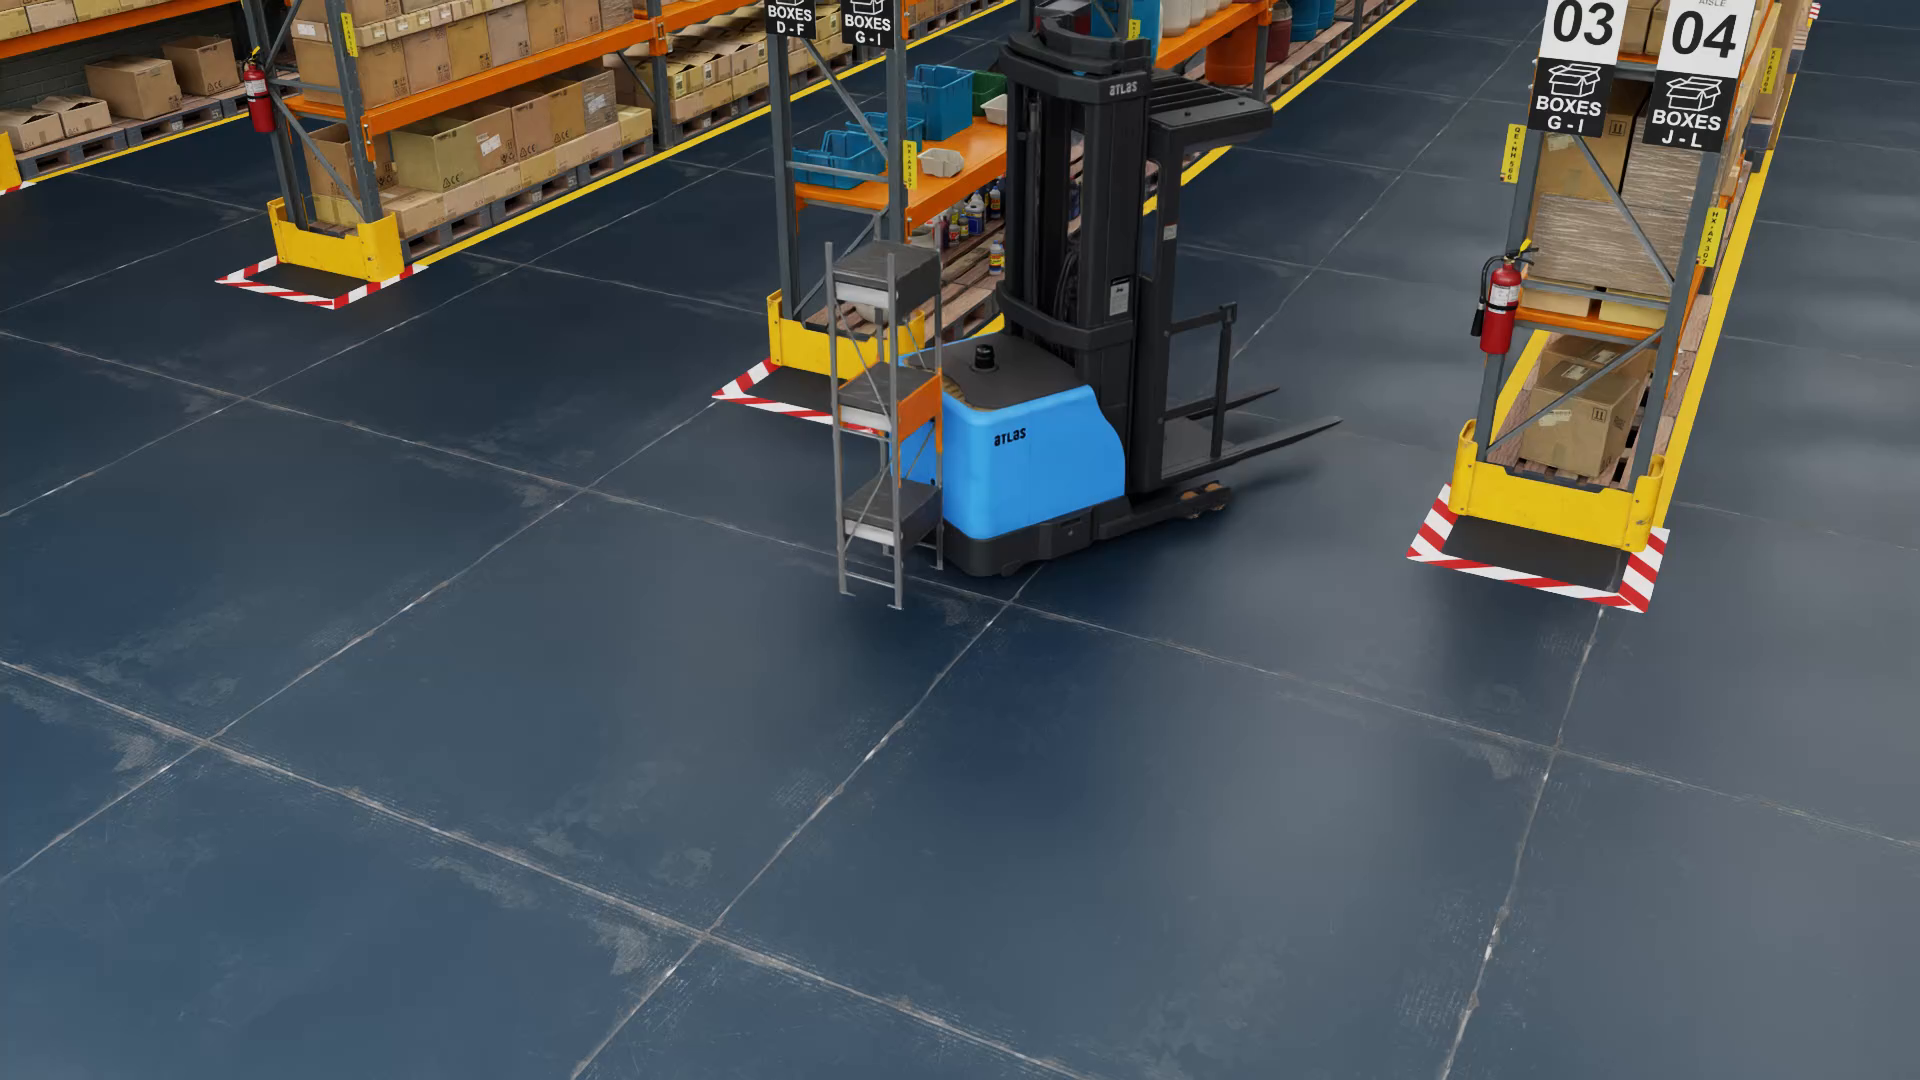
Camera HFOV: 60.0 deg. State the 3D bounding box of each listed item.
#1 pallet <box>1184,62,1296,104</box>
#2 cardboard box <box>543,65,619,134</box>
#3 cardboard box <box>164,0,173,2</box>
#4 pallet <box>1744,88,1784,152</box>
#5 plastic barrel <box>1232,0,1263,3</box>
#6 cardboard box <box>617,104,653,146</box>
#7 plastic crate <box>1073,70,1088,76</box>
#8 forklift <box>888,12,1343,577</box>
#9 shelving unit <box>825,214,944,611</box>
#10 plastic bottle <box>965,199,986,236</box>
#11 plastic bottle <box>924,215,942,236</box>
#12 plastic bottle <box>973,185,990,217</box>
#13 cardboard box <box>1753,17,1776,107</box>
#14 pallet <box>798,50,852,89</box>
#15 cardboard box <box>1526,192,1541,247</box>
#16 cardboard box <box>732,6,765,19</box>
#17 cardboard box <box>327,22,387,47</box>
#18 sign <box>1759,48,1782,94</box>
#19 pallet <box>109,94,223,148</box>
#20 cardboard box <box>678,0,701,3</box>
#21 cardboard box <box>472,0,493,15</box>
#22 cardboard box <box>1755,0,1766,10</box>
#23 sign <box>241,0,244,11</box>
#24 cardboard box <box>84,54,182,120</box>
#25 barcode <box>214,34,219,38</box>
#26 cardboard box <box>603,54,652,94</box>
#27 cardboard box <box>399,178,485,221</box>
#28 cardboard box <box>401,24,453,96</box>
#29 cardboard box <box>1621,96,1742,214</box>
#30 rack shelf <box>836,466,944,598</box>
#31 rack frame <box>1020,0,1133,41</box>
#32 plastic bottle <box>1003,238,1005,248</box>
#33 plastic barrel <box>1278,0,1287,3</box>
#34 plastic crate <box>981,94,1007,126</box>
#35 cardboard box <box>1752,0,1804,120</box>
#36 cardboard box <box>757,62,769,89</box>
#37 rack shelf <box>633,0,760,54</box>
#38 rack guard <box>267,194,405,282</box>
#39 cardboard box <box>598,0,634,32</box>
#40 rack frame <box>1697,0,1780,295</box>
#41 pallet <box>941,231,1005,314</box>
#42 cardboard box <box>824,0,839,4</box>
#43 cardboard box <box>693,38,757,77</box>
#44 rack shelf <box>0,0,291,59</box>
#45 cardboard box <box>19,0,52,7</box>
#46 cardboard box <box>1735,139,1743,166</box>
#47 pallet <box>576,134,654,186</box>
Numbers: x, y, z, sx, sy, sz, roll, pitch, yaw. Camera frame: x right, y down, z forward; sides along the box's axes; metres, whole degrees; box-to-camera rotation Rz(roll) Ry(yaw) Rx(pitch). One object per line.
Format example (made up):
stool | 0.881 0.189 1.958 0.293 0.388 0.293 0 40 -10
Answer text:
pallet | 3.144 -5.210 18.901 1.003 0.211 1.213 14 33 23
cardboard box | -3.663 -4.253 16.021 0.500 0.500 0.500 14 33 23
cardboard box | -8.215 -5.754 17.178 0.500 0.250 0.500 14 33 23
pallet | 5.887 -3.386 13.117 1.003 0.211 1.213 14 33 23
plastic barrel | 2.881 -5.845 17.069 0.600 0.536 0.708 14 33 23
cardboard box | -3.424 -4.147 16.589 0.500 0.250 0.500 14 33 23
plastic crate | 0.738 -3.670 13.569 0.499 0.251 0.616 14 33 23
forklift | 1.078 -1.604 9.891 3.031 2.935 1.130 -18 34 -28
shelving unit | -0.392 -0.669 9.097 0.431 2.100 0.503 15 33 24
plastic bottle | 0.127 -2.738 14.090 0.152 0.276 0.135 14 33 23
plastic bottle | -0.236 -2.542 13.749 0.152 0.276 0.135 15 33 24
plastic bottle | 0.177 -2.981 14.438 0.144 0.351 0.185 13 32 21
cardboard box | 5.223 -3.285 11.346 0.500 0.500 0.500 14 33 23
pallet | -1.995 -5.620 19.615 1.003 0.211 1.213 14 33 23
cardboard box | 3.983 -2.049 10.197 0.875 0.500 0.500 14 33 23
cardboard box | -2.317 -6.018 19.284 0.500 0.311 0.500 13 33 22
cardboard box | -4.859 -4.089 13.396 0.380 0.149 0.250 14 33 23
sign | 5.896 -3.419 12.113 0.100 0.325 0.005 14 33 23
pallet | -8.648 -4.476 17.624 1.003 0.211 1.213 14 33 23
cardboard box | -2.822 -5.650 17.119 0.380 0.149 0.250 14 33 23
cardboard box | -4.275 -4.660 14.392 0.380 0.149 0.250 14 33 23
cardboard box | 4.123 -2.961 8.923 0.380 0.149 0.250 15 33 24
sign | -5.707 -4.373 13.243 0.100 0.325 0.005 14 33 23
cardboard box | -8.608 -4.721 17.317 0.700 0.500 0.500 12 32 20
barcode | -8.279 -5.595 18.518 0.001 0.075 0.075 14 33 23
cardboard box | -3.478 -4.890 17.319 0.500 0.311 0.500 14 33 23
cardboard box | -4.563 -3.038 14.659 0.500 0.250 0.500 14 33 23
cardboard box | -4.771 -4.120 14.103 0.700 0.500 0.500 15 33 25
cardboard box | 4.080 -2.178 9.418 0.500 0.500 0.500 14 33 23
rack shelf | -0.392 -0.050 9.453 0.431 0.518 0.480 15 33 24
rack frame | 1.000 -4.287 14.493 1.000 3.000 0.127 14 33 23
plastic bottle | 0.401 -2.356 13.416 0.061 0.283 0.133 15 33 24
plastic barrel | 3.722 -6.155 19.824 0.421 0.512 0.421 0 30 0
plastic crate | 0.486 -3.395 13.205 0.530 0.136 0.437 14 33 23
cardboard box | 5.896 -3.926 12.841 1.000 1.000 1.000 15 33 24
cardboard box | -2.303 -5.206 18.434 0.500 0.250 0.500 15 33 24
rack shelf | -2.497 -5.987 18.176 1.077 0.370 4.000 14 33 23
rack guard | -5.241 -2.544 13.969 1.175 0.500 0.348 14 33 23
cardboard box | -3.604 -5.257 16.083 0.700 0.500 0.500 13 32 22
rack frame | 5.409 -3.163 12.537 1.000 3.000 0.127 14 33 23
pallet | 0.102 -2.246 13.740 1.003 0.211 1.213 14 33 23
cardboard box | -1.368 -6.760 20.869 0.500 0.500 0.500 16 33 25
cardboard box | -2.530 -5.222 17.899 0.500 0.311 0.500 13 32 22
rack shelf | -8.730 -5.336 17.042 1.077 0.370 4.000 14 33 23
cardboard box | -8.922 -5.390 15.792 0.500 0.500 0.500 14 33 23
cardboard box | 5.573 -2.892 12.317 0.380 0.149 0.250 14 33 23
pallet | -3.807 -3.860 16.550 1.003 0.211 1.213 14 33 23
